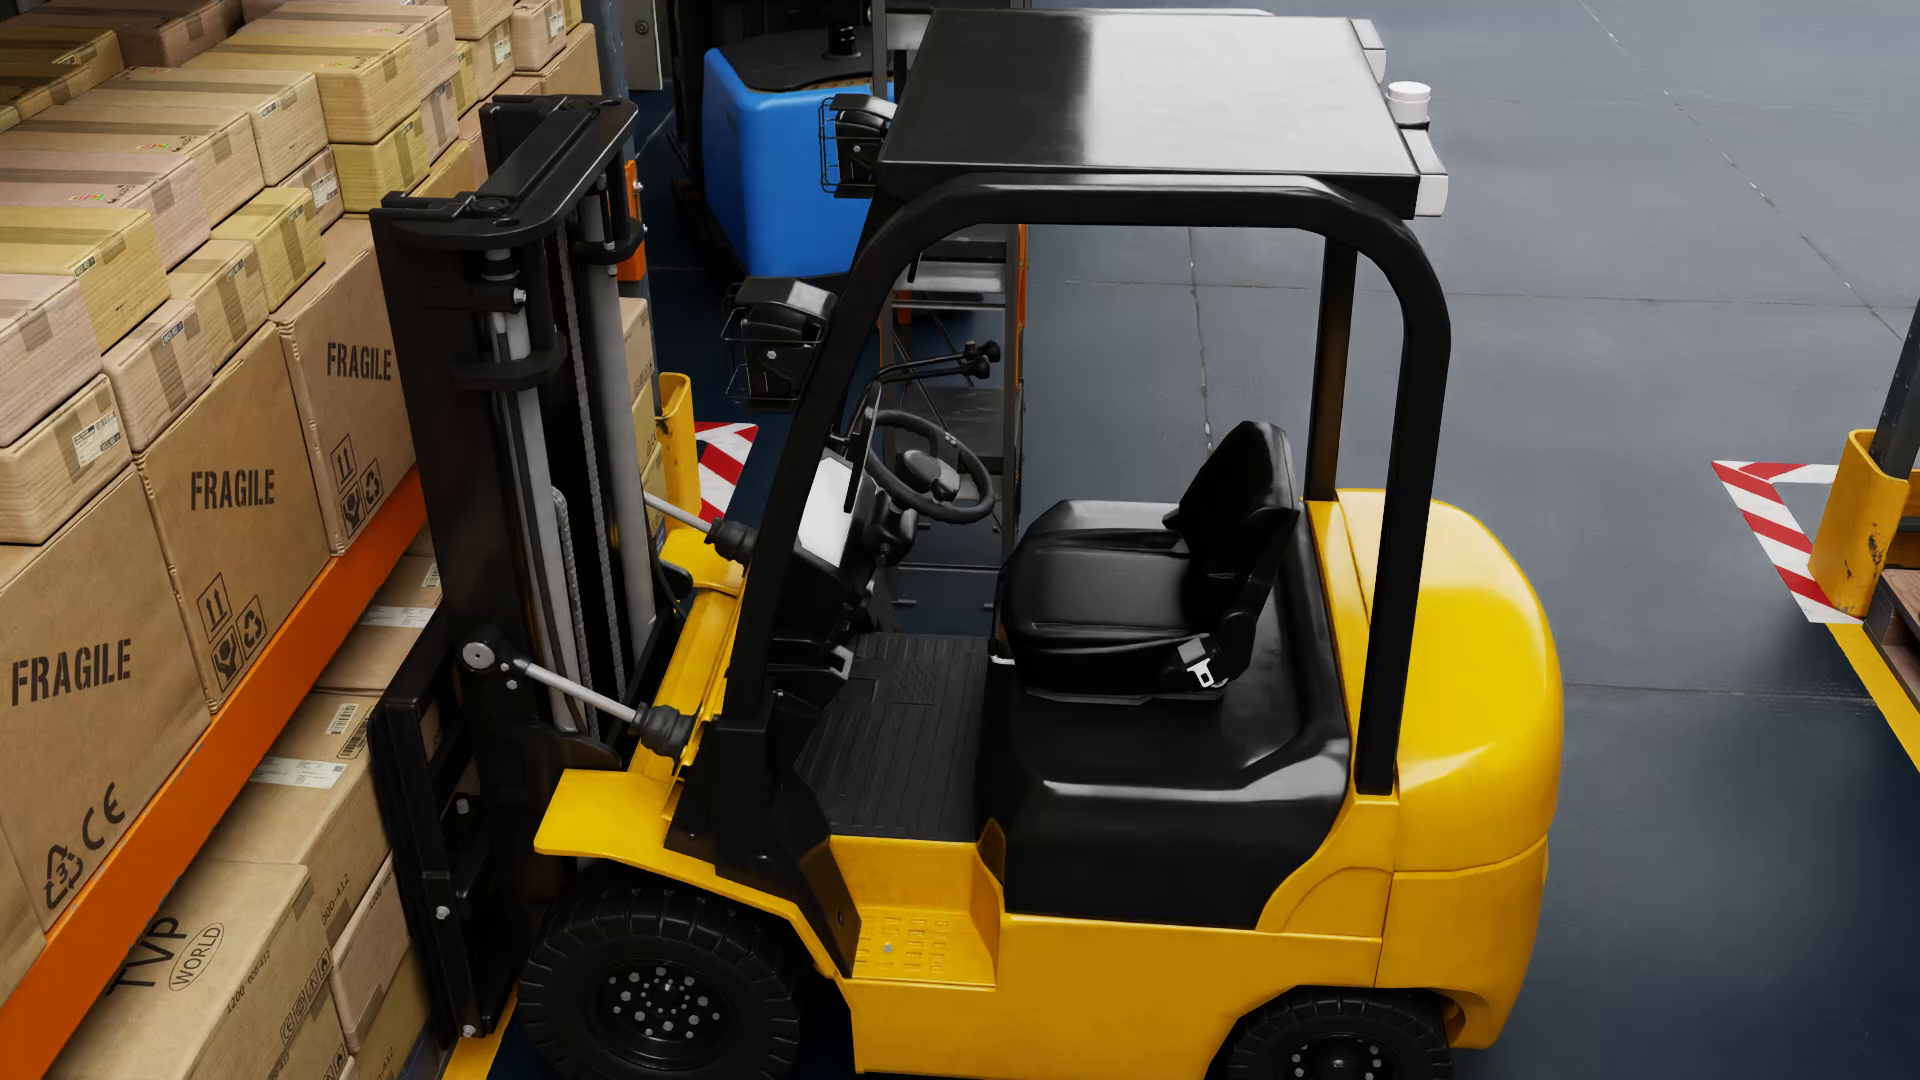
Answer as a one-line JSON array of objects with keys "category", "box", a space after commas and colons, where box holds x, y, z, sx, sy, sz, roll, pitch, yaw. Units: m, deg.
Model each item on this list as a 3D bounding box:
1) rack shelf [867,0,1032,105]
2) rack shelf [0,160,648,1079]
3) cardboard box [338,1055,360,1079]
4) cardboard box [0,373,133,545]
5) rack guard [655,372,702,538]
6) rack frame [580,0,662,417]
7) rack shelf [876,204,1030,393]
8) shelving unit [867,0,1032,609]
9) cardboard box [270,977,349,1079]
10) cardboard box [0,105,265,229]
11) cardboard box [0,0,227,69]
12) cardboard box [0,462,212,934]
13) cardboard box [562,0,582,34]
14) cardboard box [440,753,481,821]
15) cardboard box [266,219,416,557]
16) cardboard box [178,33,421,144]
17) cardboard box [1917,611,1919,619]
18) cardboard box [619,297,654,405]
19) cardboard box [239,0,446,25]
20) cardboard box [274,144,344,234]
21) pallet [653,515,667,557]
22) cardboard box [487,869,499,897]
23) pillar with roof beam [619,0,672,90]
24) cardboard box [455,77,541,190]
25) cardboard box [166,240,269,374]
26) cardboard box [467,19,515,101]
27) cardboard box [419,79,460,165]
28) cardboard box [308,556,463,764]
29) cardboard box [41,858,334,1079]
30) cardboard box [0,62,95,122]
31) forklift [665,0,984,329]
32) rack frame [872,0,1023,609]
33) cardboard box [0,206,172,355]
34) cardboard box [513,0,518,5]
[{"category": "rack shelf", "box": [-0.014, -1.392, 4.699, 0.431, 0.518, 0.480, 2, 32, 4]}, {"category": "rack shelf", "box": [-1.679, 0.005, 3.568, 1.077, 0.370, 4.000, 2, 32, 4]}, {"category": "cardboard box", "box": [-1.446, 1.232, 3.113, 0.500, 0.250, 0.500, 2, 32, 3]}, {"category": "cardboard box", "box": [-1.446, -0.128, 2.385, 0.380, 0.149, 0.250, 3, 32, 5]}, {"category": "rack guard", "box": [-1.514, -0.295, 5.753, 1.175, 0.500, 0.348, 2, 32, 4]}, {"category": "rack frame", "box": [-1.516, -1.347, 5.076, 1.000, 3.000, 0.127, 2, 32, 4]}, {"category": "rack shelf", "box": [-0.013, -0.796, 5.066, 0.431, 0.518, 0.480, 2, 32, 4]}, {"category": "shelving unit", "box": [-0.013, -0.807, 5.059, 0.431, 2.100, 0.503, 2, 32, 4]}, {"category": "cardboard box", "box": [-1.455, 1.021, 2.979, 0.500, 0.250, 0.500, 2, 32, 4]}, {"category": "cardboard box", "box": [-1.491, -0.663, 2.969, 0.380, 0.149, 0.250, 3, 32, 4]}, {"category": "cardboard box", "box": [-1.850, -1.084, 3.653, 0.380, 0.149, 0.250, 3, 32, 6]}, {"category": "cardboard box", "box": [-1.519, 0.208, 2.458, 0.500, 0.500, 0.500, 3, 32, 5]}, {"category": "cardboard box", "box": [-1.265, -1.472, 4.566, 0.380, 0.149, 0.250, 3, 32, 5]}, {"category": "cardboard box", "box": [-1.361, 0.494, 3.833, 0.500, 0.250, 0.500, 2, 32, 4]}, {"category": "cardboard box", "box": [-1.417, -0.319, 3.313, 0.500, 0.500, 0.500, 3, 32, 4]}, {"category": "cardboard box", "box": [-1.339, -0.924, 3.393, 0.380, 0.149, 0.250, 3, 32, 5]}, {"category": "cardboard box", "box": [3.090, 0.265, 4.681, 0.500, 0.250, 0.500, 2, 32, 4]}, {"category": "cardboard box", "box": [-1.242, -0.527, 5.013, 0.500, 0.250, 0.500, 3, 32, 6]}, {"category": "cardboard box", "box": [-1.413, -1.201, 3.842, 0.380, 0.149, 0.250, 3, 32, 4]}, {"category": "cardboard box", "box": [-1.455, -0.674, 3.271, 0.380, 0.149, 0.250, 2, 32, 4]}, {"category": "pallet", "box": [-1.536, 0.242, 5.156, 1.003, 0.211, 1.213, 2, 32, 4]}, {"category": "cardboard box", "box": [-1.359, 0.698, 3.980, 0.500, 0.250, 0.500, 3, 32, 6]}, {"category": "pillar with roof beam", "box": [2.309, -6.529, 7.767, 9.100, 9.000, 0.400, 2, 32, 4]}, {"category": "cardboard box", "box": [-1.346, -0.850, 4.175, 0.500, 0.500, 0.500, 3, 32, 6]}, {"category": "cardboard box", "box": [-1.420, -0.397, 2.822, 0.380, 0.149, 0.250, 1, 32, 2]}, {"category": "cardboard box", "box": [-1.338, -1.204, 4.131, 0.380, 0.149, 0.250, 3, 32, 5]}, {"category": "cardboard box", "box": [-1.344, -0.934, 3.692, 0.380, 0.149, 0.250, 1, 32, 2]}, {"category": "cardboard box", "box": [-1.358, 0.270, 3.721, 0.500, 0.250, 0.500, 2, 32, 3]}, {"category": "cardboard box", "box": [-1.438, 0.804, 2.853, 0.500, 0.250, 0.500, 3, 32, 4]}, {"category": "cardboard box", "box": [-1.910, -0.818, 3.221, 0.380, 0.149, 0.250, 3, 32, 4]}, {"category": "forklift", "box": [-0.833, -2.876, 7.624, 1.130, 2.935, 3.031, -10, 33, -15]}, {"category": "rack frame", "box": [-0.033, -0.680, 4.852, 0.400, 2.100, 0.015, 2, 32, 4]}, {"category": "cardboard box", "box": [-1.459, -0.396, 2.536, 0.380, 0.149, 0.250, 2, 32, 3]}, {"category": "cardboard box", "box": [-1.324, -1.466, 4.272, 0.380, 0.149, 0.250, 3, 32, 4]}]
